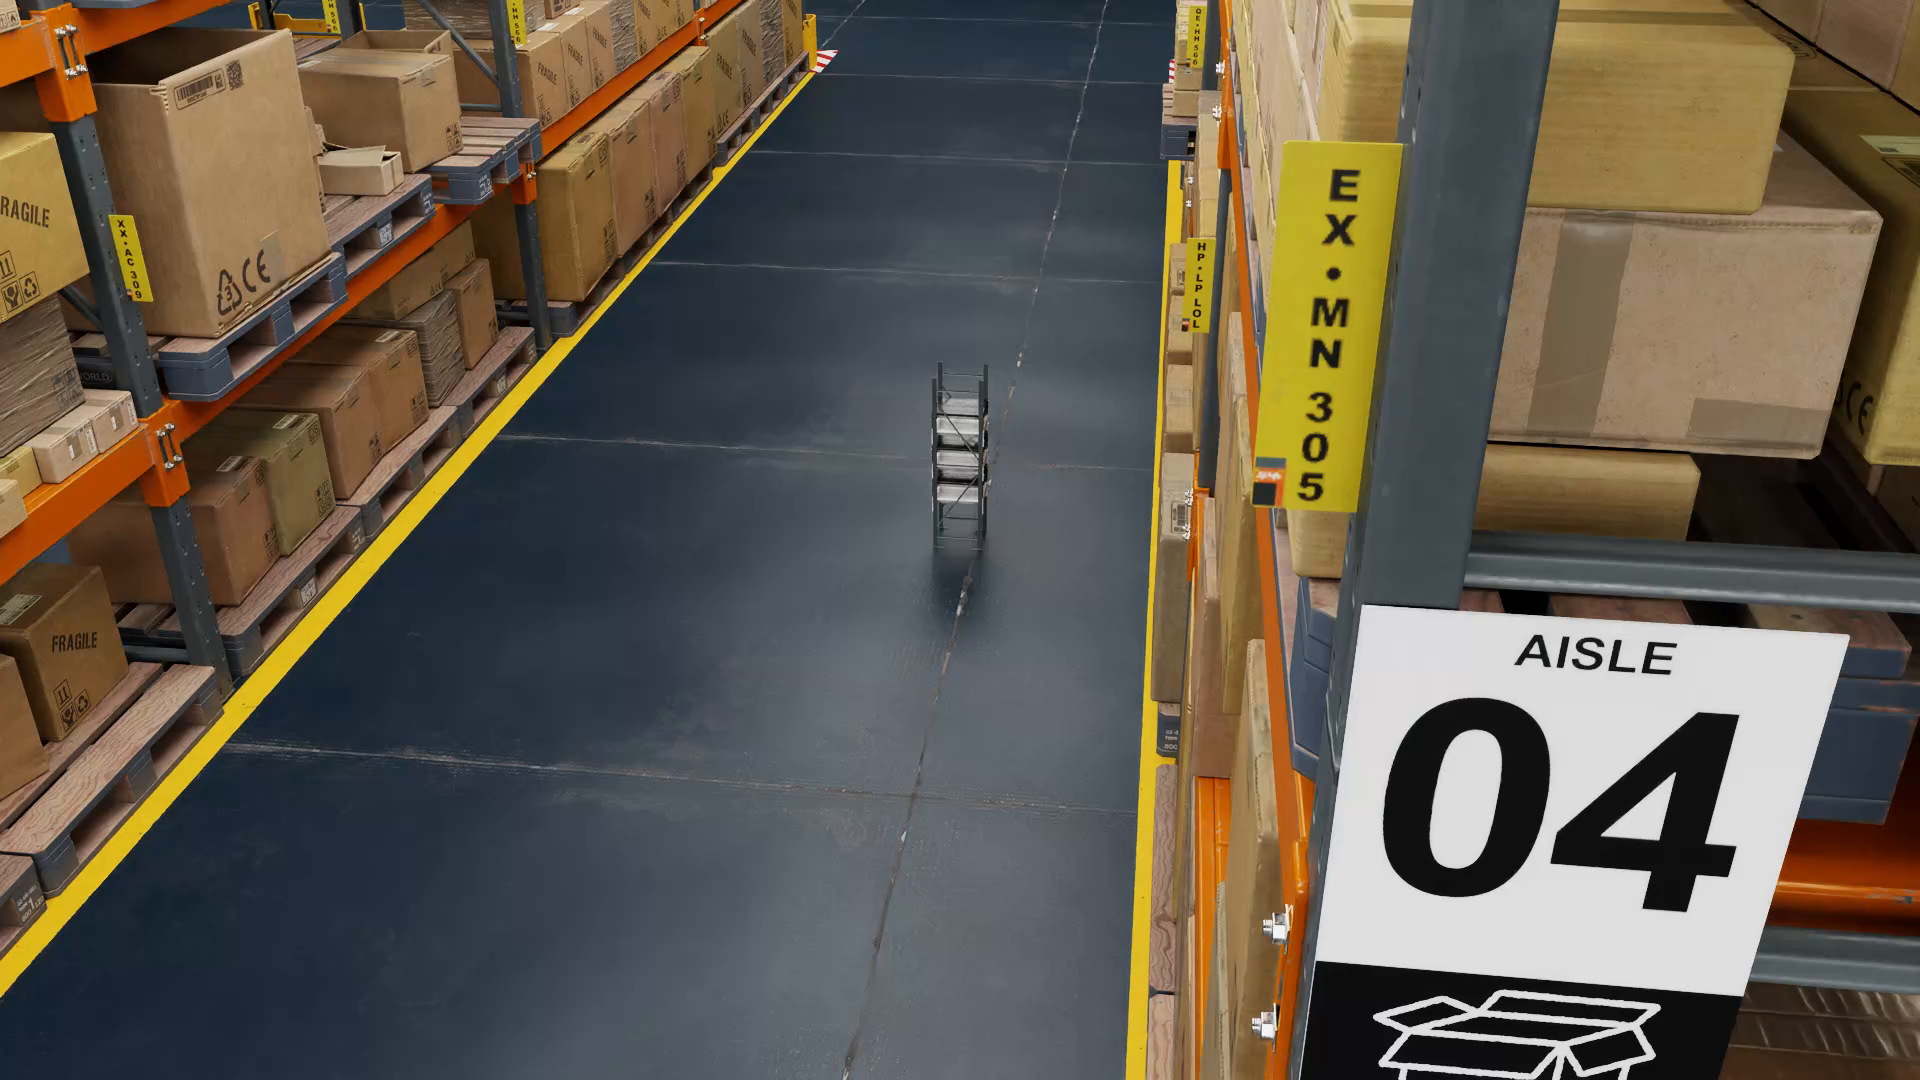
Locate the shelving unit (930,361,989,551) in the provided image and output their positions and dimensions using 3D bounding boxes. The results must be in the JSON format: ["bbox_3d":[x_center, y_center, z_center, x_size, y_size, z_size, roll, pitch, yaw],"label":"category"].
[{"bbox_3d":[0.001,-0.400,8.044,0.258,0.900,0.210,3,28,6],"label":"shelving unit"}]

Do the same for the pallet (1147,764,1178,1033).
[{"bbox_3d":[1.163,1.241,5.724,1.003,0.211,1.213,3,28,6],"label":"pallet"}]

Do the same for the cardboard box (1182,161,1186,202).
[{"bbox_3d":[1.960,-2.858,12.585,0.500,0.500,0.500,4,29,8],"label":"cardboard box"}]

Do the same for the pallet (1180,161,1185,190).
[{"bbox_3d":[2.361,-3.196,13.961,1.003,0.211,1.213,3,28,6],"label":"pallet"}]

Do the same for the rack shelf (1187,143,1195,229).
[{"bbox_3d":[2.069,-2.848,11.132,1.077,0.370,4.000,3,28,6],"label":"rack shelf"}]

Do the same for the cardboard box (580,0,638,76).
[{"bbox_3d":[-2.573,-3.535,11.544,0.500,0.500,0.500,3,29,6],"label":"cardboard box"}]

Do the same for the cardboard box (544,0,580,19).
[{"bbox_3d":[-2.898,-3.694,10.782,0.797,0.503,0.637,4,29,7],"label":"cardboard box"}]

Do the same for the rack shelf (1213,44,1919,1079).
[{"bbox_3d":[1.089,-0.403,3.431,1.077,0.370,4.000,3,28,6],"label":"rack shelf"}]

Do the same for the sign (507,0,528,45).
[{"bbox_3d":[-2.547,-3.007,9.531,0.100,0.325,0.005,3,28,6],"label":"sign"}]

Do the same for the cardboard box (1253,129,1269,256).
[{"bbox_3d":[0.673,-0.552,2.665,0.380,0.149,0.250,3,28,5],"label":"cardboard box"}]

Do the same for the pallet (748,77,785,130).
[{"bbox_3d":[-2.279,-4.143,15.718,1.003,0.211,1.213,3,28,6],"label":"pallet"}]

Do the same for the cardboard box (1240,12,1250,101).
[{"bbox_3d":[0.797,-1.028,3.549,0.380,0.149,0.250,3,28,6],"label":"cardboard box"}]

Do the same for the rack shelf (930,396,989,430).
[{"bbox_3d":[0.001,-0.608,7.931,0.258,0.077,0.200,3,28,6],"label":"rack shelf"}]

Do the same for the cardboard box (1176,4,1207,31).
[{"bbox_3d":[1.523,-3.184,10.192,0.380,0.149,0.250,4,29,8],"label":"cardboard box"}]

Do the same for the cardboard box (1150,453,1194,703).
[{"bbox_3d":[1.320,0.168,6.705,1.050,0.750,0.750,3,28,6],"label":"cardboard box"}]

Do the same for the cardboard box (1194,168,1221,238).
[{"bbox_3d":[1.316,-1.360,7.507,0.500,0.500,0.500,3,28,6],"label":"cardboard box"}]

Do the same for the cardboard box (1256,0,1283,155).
[{"bbox_3d":[0.751,-0.790,2.687,0.500,0.250,0.500,3,28,6],"label":"cardboard box"}]

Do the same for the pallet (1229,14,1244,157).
[{"bbox_3d":[1.223,-1.237,4.315,1.003,0.211,1.213,3,28,6],"label":"pallet"}]

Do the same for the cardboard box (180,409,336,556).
[{"bbox_3d":[-3.403,-0.280,7.780,0.700,0.500,0.500,3,28,6],"label":"cardboard box"}]

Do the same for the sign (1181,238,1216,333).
[{"bbox_3d":[0.794,-0.842,5.513,0.100,0.325,0.005,3,28,6],"label":"sign"}]

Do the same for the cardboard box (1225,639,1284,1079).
[{"bbox_3d":[0.903,0.565,2.743,0.875,0.550,0.550,3,28,6],"label":"cardboard box"}]

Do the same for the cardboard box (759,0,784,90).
[{"bbox_3d":[-2.217,-4.840,15.868,0.875,0.875,0.875,3,28,6],"label":"cardboard box"}]

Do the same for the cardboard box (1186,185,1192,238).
[{"bbox_3d":[1.647,-1.975,10.155,0.500,0.250,0.500,3,28,5],"label":"cardboard box"}]

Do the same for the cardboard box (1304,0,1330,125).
[{"bbox_3d":[0.580,-0.543,1.809,0.380,0.149,0.250,3,29,6],"label":"cardboard box"}]

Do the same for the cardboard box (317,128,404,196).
[{"bbox_3d":[-3.023,-1.884,8.283,0.396,0.266,0.258,3,28,5],"label":"cardboard box"}]

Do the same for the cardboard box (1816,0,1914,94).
[{"bbox_3d":[1.263,-0.624,1.959,0.380,0.149,0.250,3,28,5],"label":"cardboard box"}]

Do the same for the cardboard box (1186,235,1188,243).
[{"bbox_3d":[1.645,-1.632,10.310,0.500,0.500,0.500,3,28,6],"label":"cardboard box"}]

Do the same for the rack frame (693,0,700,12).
[{"bbox_3d":[-2.596,-4.442,13.332,1.000,3.000,0.127,3,28,6],"label":"rack frame"}]

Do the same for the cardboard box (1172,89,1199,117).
[{"bbox_3d":[1.428,-2.556,9.654,0.380,0.149,0.250,4,29,7],"label":"cardboard box"}]

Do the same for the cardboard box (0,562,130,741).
[{"bbox_3d":[-3.665,0.426,6.490,0.500,0.500,0.500,3,28,5],"label":"cardboard box"}]

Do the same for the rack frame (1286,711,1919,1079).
[{"bbox_3d":[0.843,1.543,2.224,1.000,3.000,0.127,3,28,6],"label":"rack frame"}]

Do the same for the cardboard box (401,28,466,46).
[{"bbox_3d":[-3.272,-2.850,10.271,0.500,0.500,0.500,4,29,8],"label":"cardboard box"}]

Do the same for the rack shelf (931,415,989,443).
[{"bbox_3d":[0.001,-0.529,7.974,0.258,0.077,0.200,3,28,6],"label":"rack shelf"}]

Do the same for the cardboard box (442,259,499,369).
[{"bbox_3d":[-3.149,-1.336,9.738,0.700,0.500,0.500,2,28,4],"label":"cardboard box"}]

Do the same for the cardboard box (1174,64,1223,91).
[{"bbox_3d":[1.432,-2.687,9.584,0.380,0.149,0.250,4,29,7],"label":"cardboard box"}]

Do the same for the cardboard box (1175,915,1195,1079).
[{"bbox_3d":[0.967,1.556,3.997,0.875,0.875,0.875,3,28,5],"label":"cardboard box"}]

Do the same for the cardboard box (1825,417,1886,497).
[{"bbox_3d":[1.234,-0.159,1.936,0.380,0.149,0.250,4,29,7],"label":"cardboard box"}]

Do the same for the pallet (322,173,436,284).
[{"bbox_3d":[-3.288,-1.540,8.149,1.003,0.211,1.213,3,28,6],"label":"pallet"}]

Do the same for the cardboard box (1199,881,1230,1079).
[{"bbox_3d":[0.890,1.039,3.000,0.875,0.550,0.550,3,28,6],"label":"cardboard box"}]

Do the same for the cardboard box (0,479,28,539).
[{"bbox_3d":[-3.362,-0.092,5.522,0.380,0.149,0.250,3,28,6],"label":"cardboard box"}]

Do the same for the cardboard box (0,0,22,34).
[{"bbox_3d":[-3.373,-1.701,5.240,0.500,0.250,0.500,4,29,8],"label":"cardboard box"}]

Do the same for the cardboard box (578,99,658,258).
[{"bbox_3d":[-2.864,-2.551,11.620,1.225,0.875,0.875,3,29,6],"label":"cardboard box"}]

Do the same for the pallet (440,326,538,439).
[{"bbox_3d":[-3.184,-0.963,9.816,1.003,0.211,1.213,3,28,6],"label":"pallet"}]

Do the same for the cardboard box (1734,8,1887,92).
[{"bbox_3d":[1.218,-0.523,2.192,0.500,0.250,0.500,3,28,6],"label":"cardboard box"}]

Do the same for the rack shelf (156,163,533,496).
[{"bbox_3d":[-3.332,-1.301,8.260,1.077,0.370,4.000,3,28,6],"label":"rack shelf"}]
